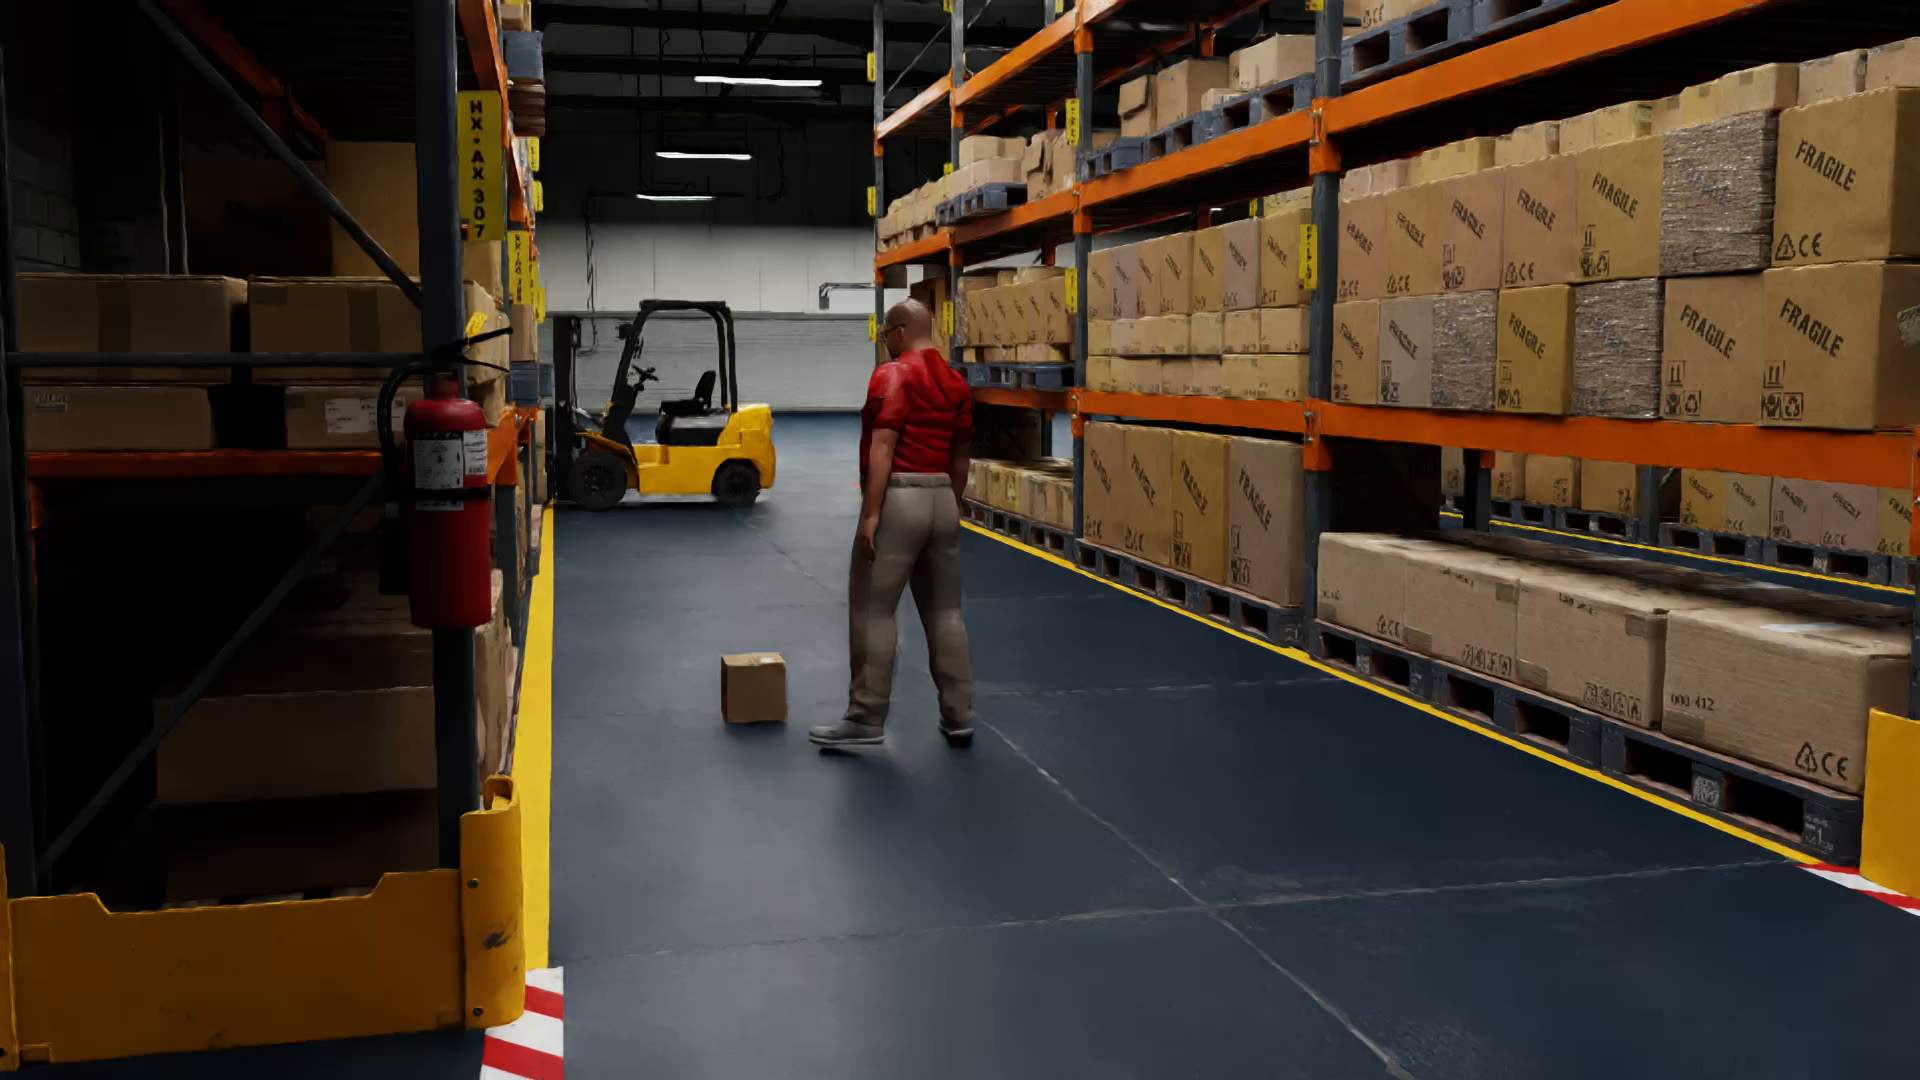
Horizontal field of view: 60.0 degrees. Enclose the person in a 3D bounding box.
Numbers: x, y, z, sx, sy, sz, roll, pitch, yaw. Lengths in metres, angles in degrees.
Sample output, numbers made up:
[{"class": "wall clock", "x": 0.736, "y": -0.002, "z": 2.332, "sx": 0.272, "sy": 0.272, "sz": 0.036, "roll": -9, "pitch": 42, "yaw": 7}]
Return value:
[{"class": "person", "x": -0.226, "y": -0.072, "z": 6.512, "sx": 0.455, "sy": 1.731, "sz": 0.683, "roll": 5, "pitch": 8, "yaw": 40}]
